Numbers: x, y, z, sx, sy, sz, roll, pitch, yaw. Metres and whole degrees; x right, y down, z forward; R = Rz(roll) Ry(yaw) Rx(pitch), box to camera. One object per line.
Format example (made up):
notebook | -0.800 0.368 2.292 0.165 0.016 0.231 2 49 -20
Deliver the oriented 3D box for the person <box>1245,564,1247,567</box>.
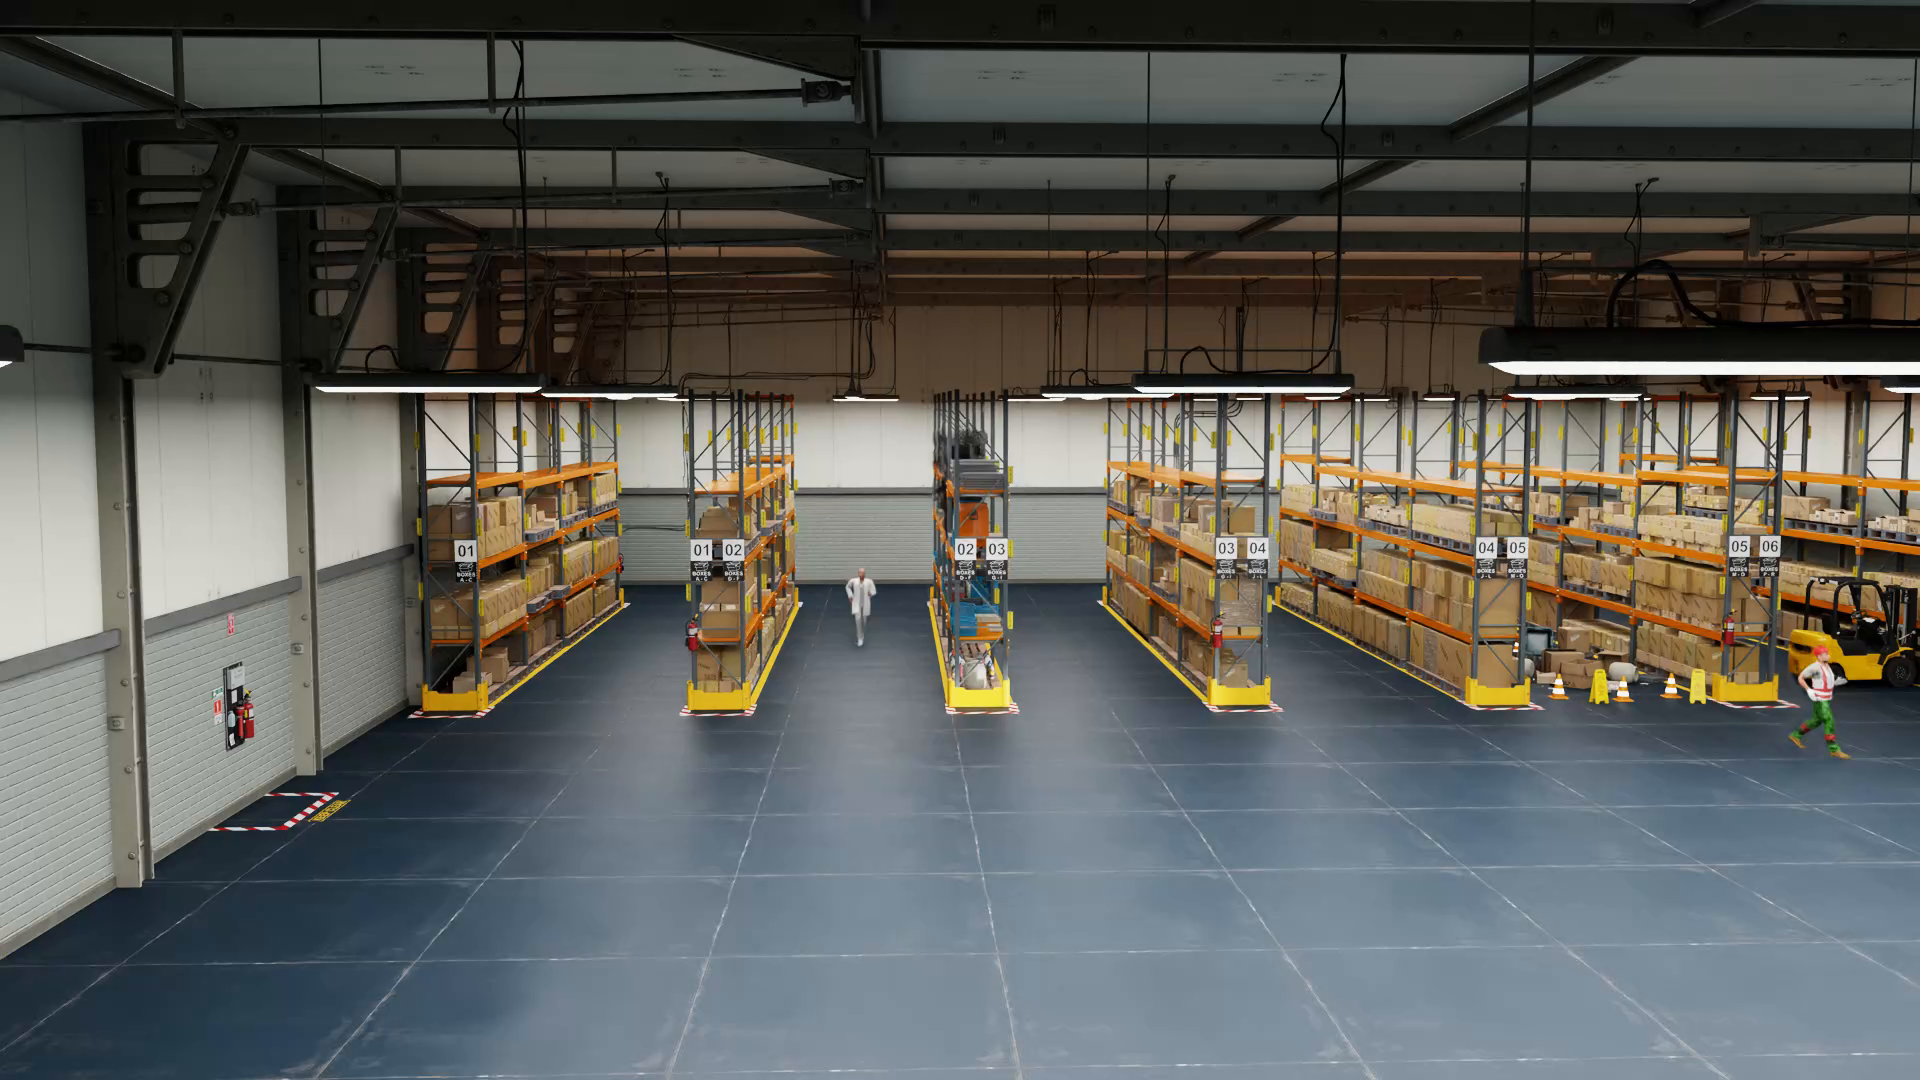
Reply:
person | 7.930 1.011 47.962 0.724 1.667 0.847 2 5 22

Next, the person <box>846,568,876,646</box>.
person | -2.358 1.576 39.809 0.703 1.805 1.040 -1 5 -9

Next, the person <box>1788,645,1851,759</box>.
person | 13.977 2.597 26.997 0.659 1.778 0.996 -5 7 -45

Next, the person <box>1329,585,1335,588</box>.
person | 10.908 0.994 48.210 0.672 1.599 0.569 -3 5 -30
